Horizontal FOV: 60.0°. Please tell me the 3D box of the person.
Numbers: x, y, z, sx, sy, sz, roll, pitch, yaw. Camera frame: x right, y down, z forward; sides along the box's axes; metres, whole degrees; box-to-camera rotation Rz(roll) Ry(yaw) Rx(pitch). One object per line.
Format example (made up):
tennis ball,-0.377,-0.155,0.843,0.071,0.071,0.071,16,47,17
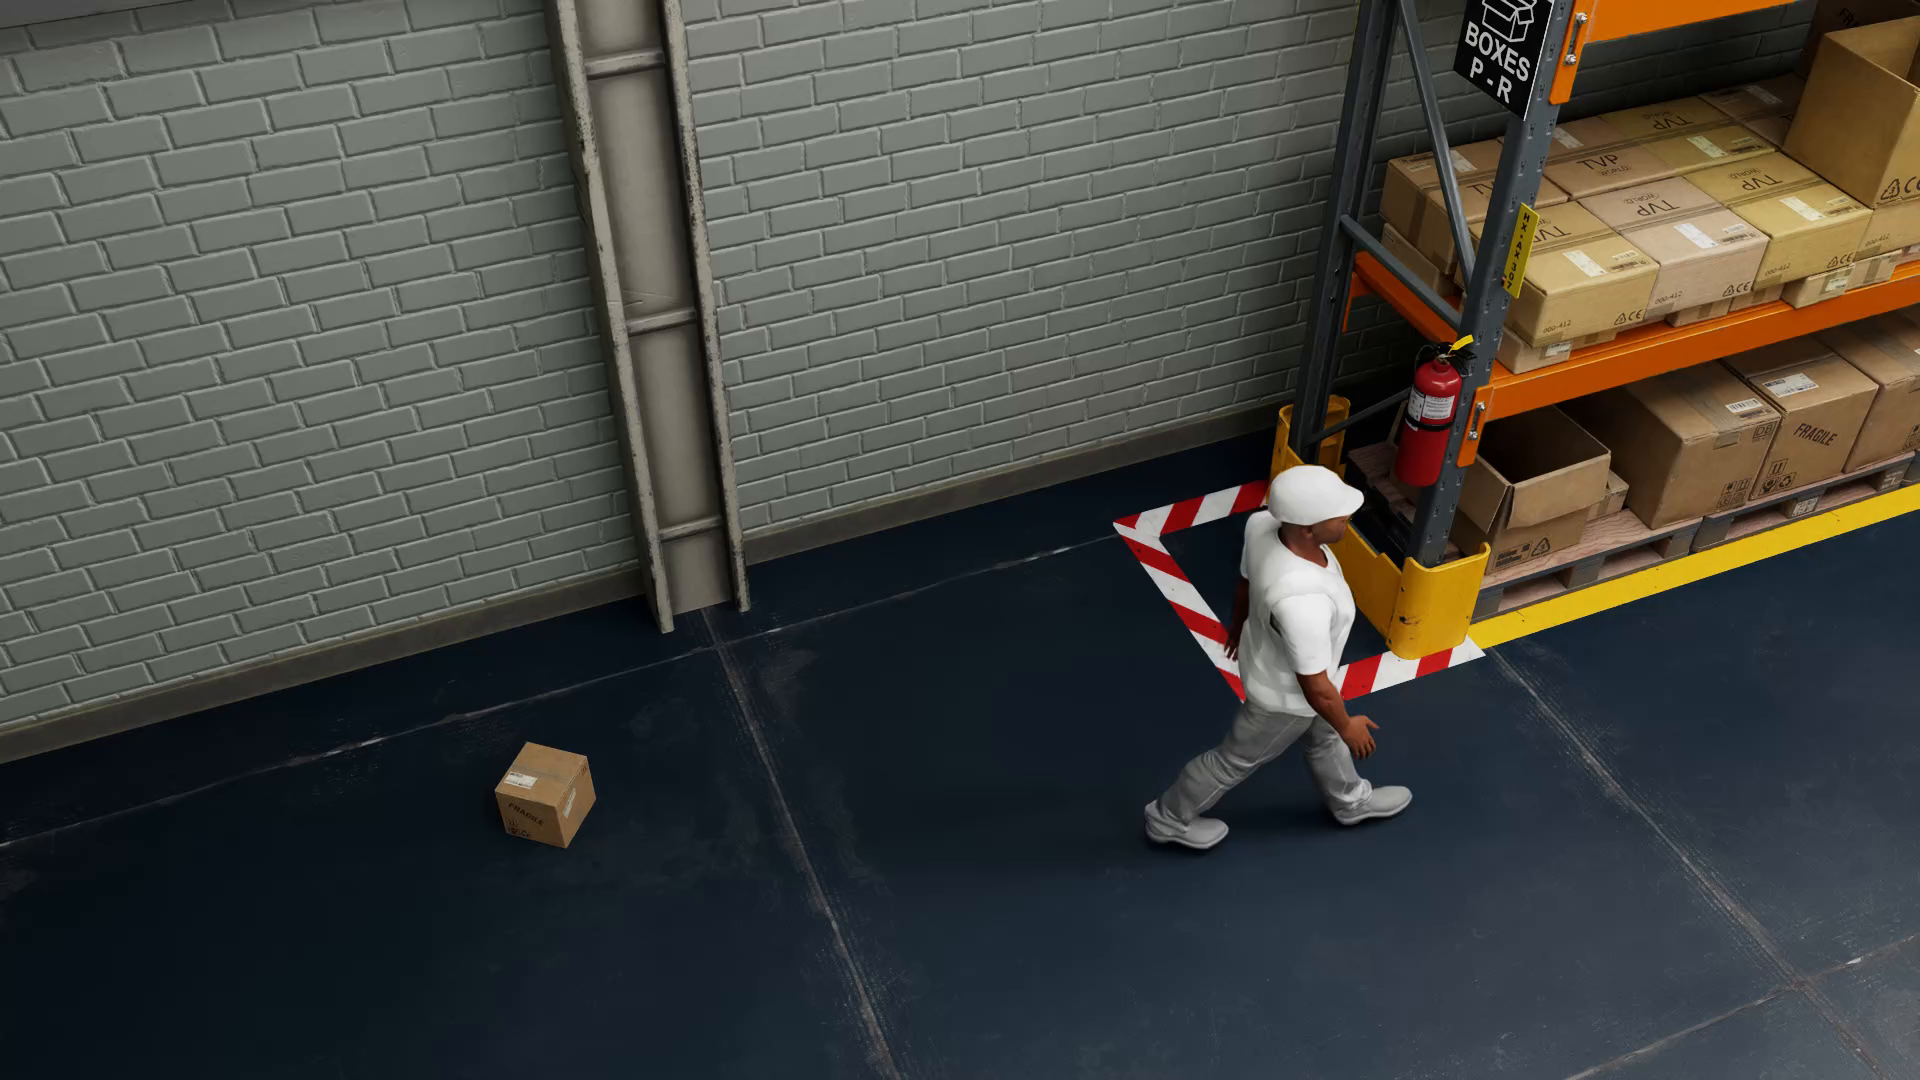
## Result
person,1.186,0.450,5.628,1.021,1.713,0.606,1,42,1
